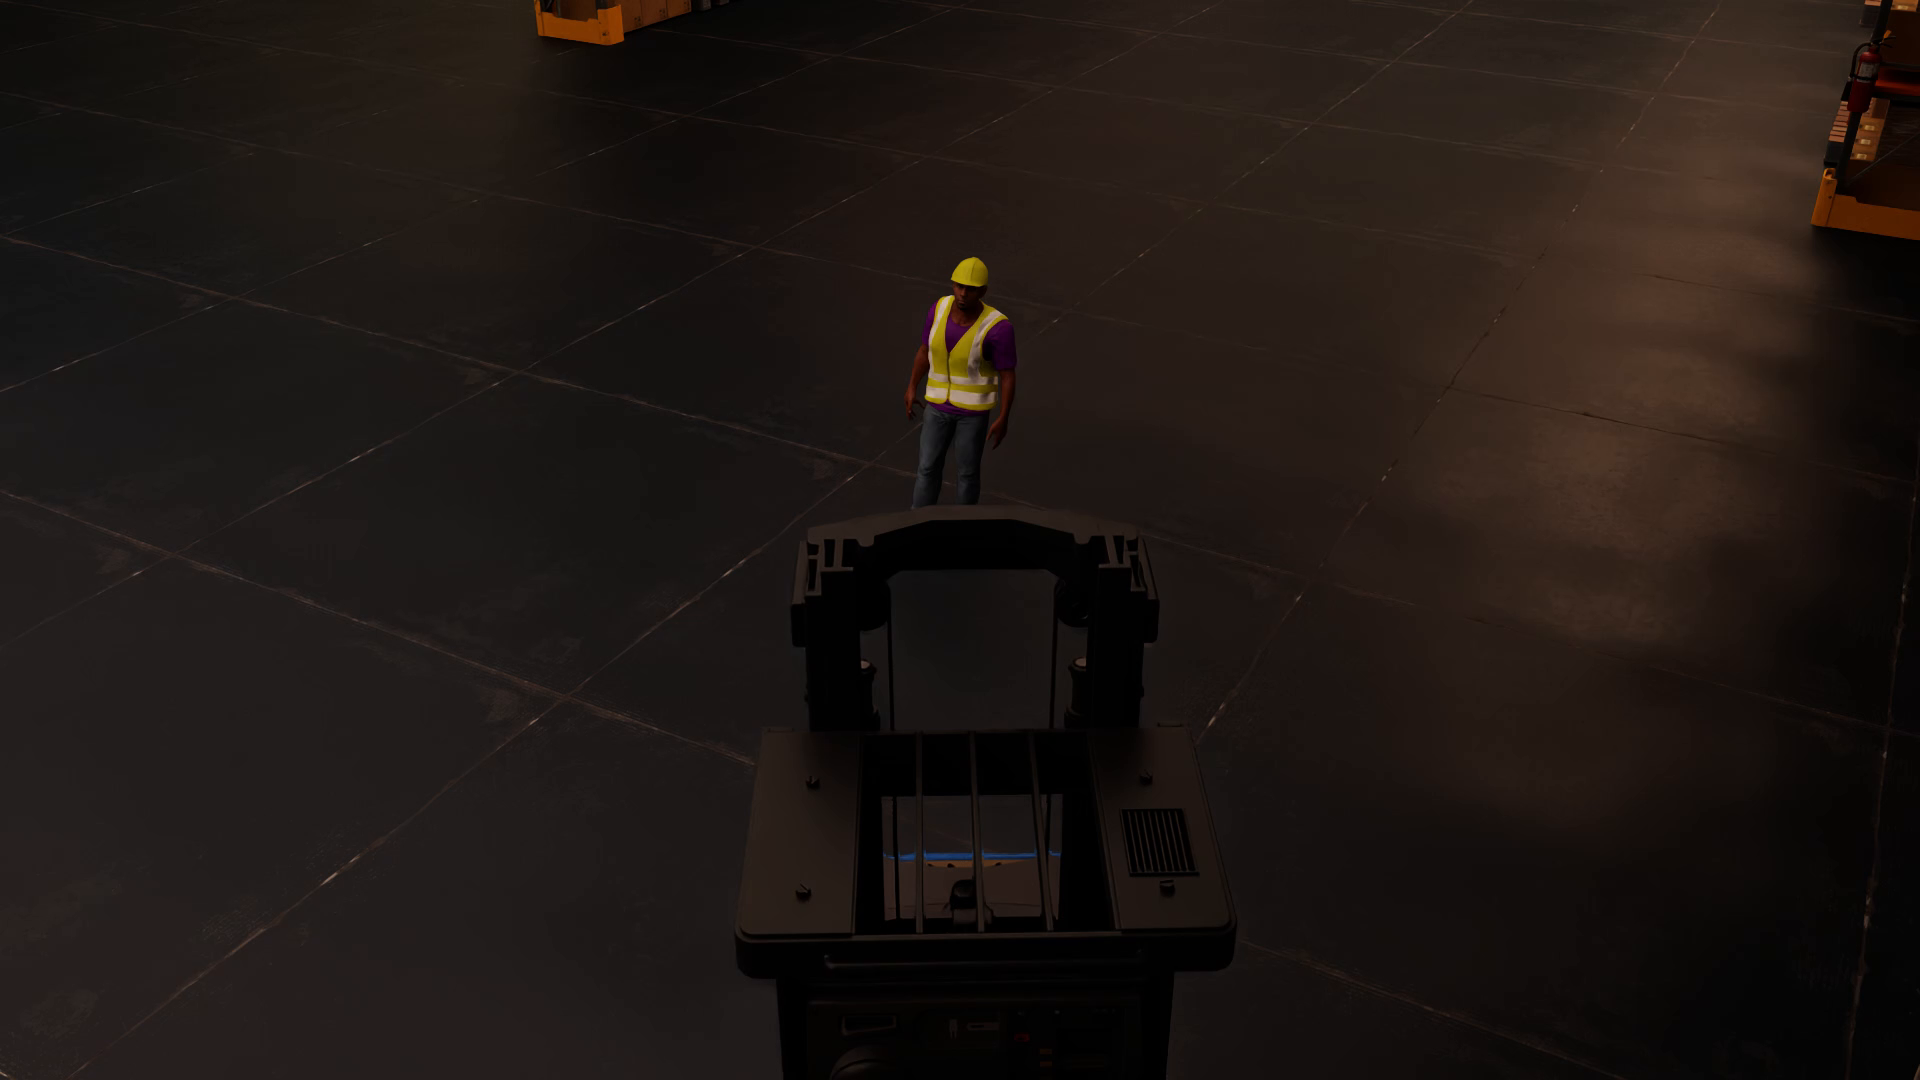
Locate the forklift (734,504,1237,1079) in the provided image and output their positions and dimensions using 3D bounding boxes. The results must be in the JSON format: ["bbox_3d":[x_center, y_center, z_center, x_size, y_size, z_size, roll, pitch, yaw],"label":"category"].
[{"bbox_3d":[0.048,1.508,4.458,1.130,2.935,3.031,-1,30,-1],"label":"forklift"}]

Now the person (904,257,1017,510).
[{"bbox_3d":[-0.039,-0.743,9.508,0.665,1.765,0.577,15,33,25],"label":"person"}]
